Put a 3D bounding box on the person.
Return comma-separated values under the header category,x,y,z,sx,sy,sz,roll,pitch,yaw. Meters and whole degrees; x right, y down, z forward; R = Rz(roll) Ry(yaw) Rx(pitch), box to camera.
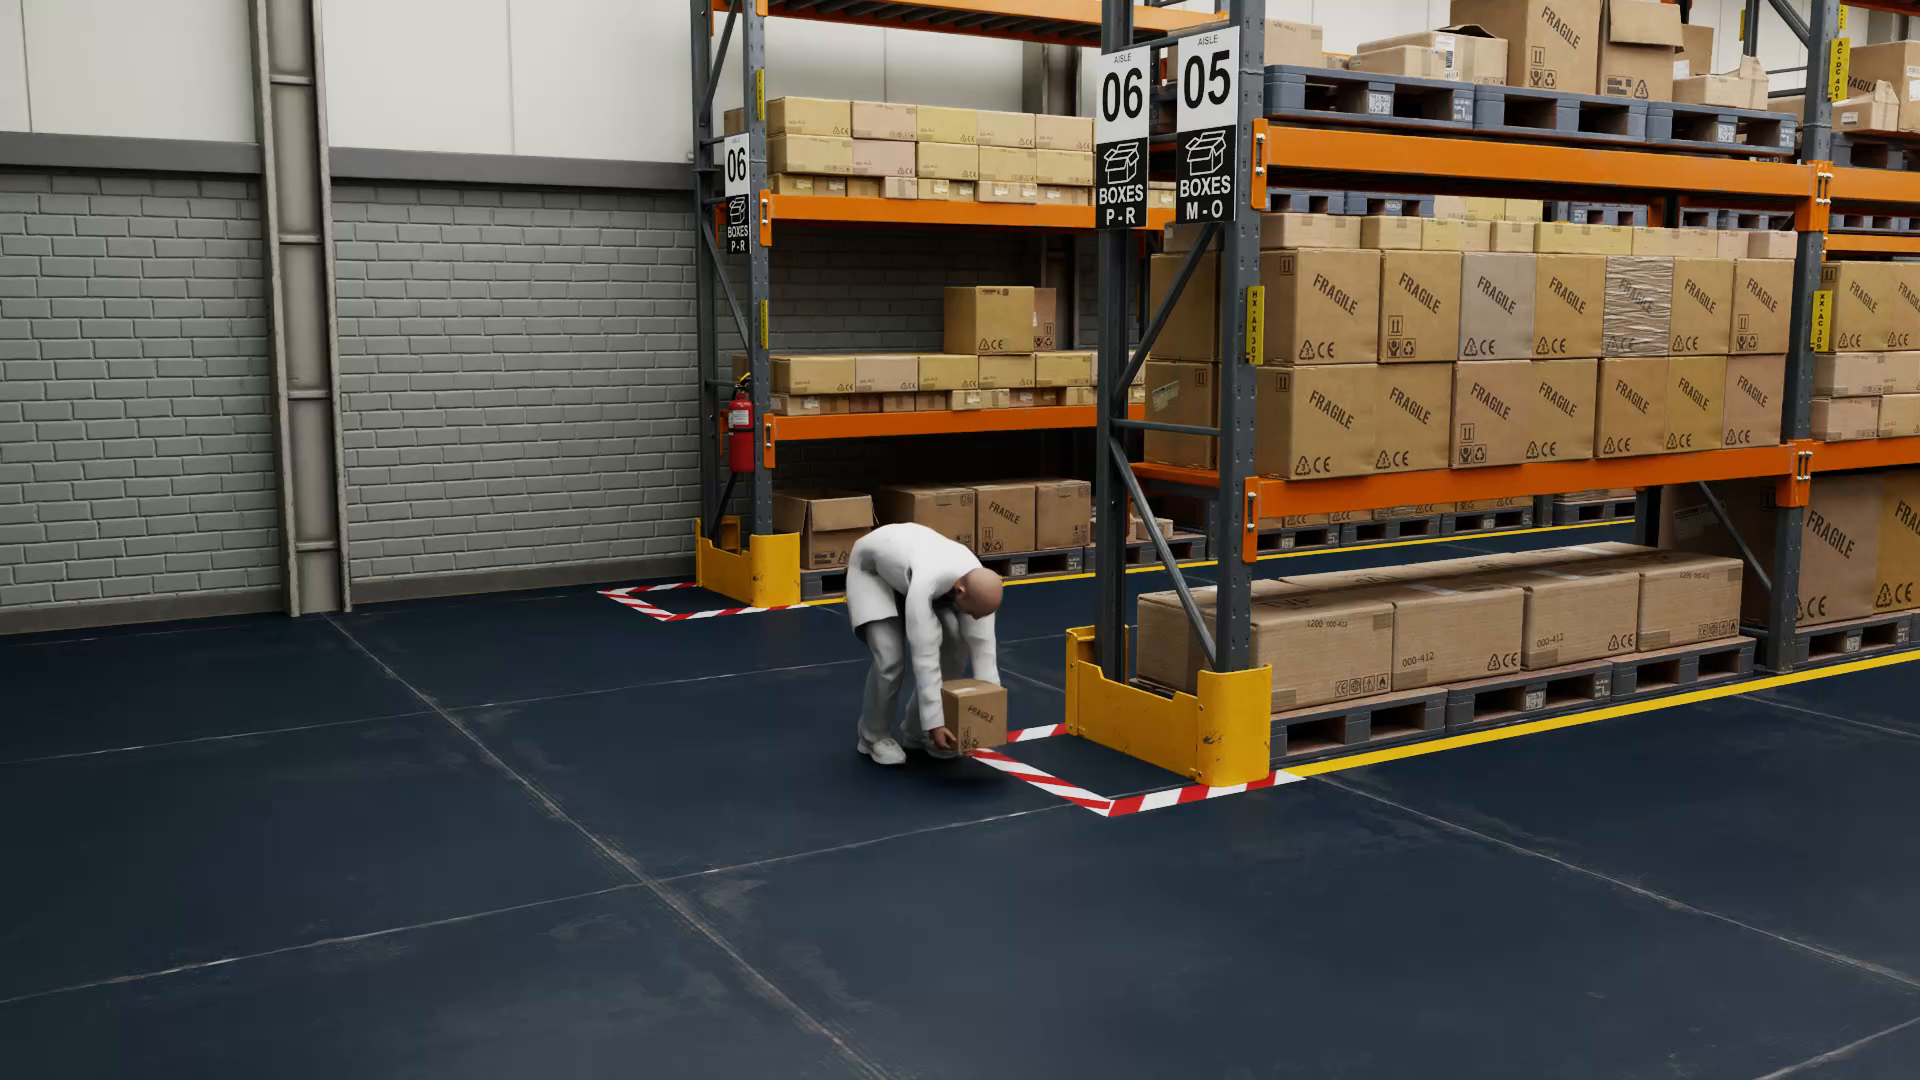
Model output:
category,x,y,z,sx,sy,sz,roll,pitch,yaw
person,-0.140,0.481,7.455,0.573,1.078,0.948,-6,10,-37
